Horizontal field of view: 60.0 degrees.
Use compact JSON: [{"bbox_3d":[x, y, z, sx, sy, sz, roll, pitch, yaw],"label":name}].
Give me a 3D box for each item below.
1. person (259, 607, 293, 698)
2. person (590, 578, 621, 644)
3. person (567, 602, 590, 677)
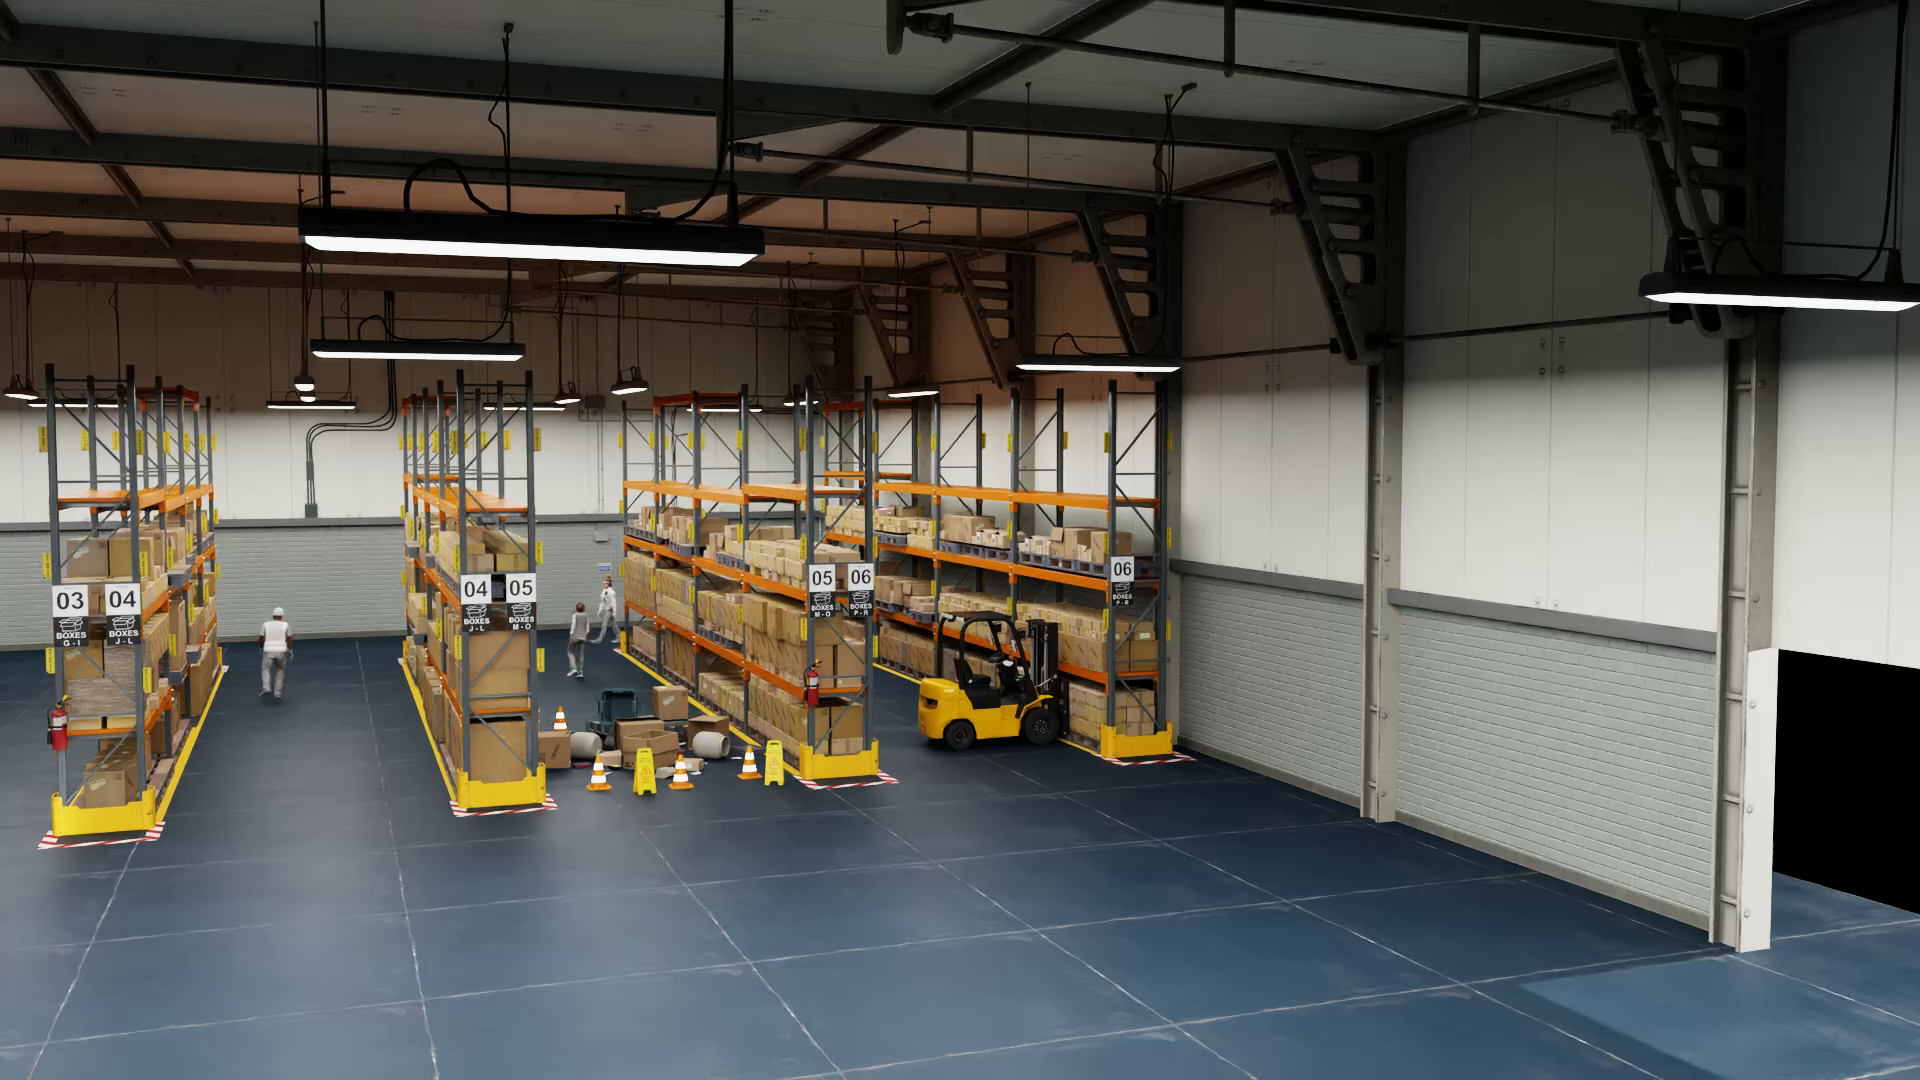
[{"bbox_3d":[-13.422,2.220,32.603,0.629,1.760,0.722,-1,4,-20],"label":"person"},{"bbox_3d":[-8.787,1.760,41.275,0.885,1.637,0.504,-2,4,-36],"label":"person"},{"bbox_3d":[-8.145,2.124,35.479,0.492,1.599,0.357,-2,4,-30],"label":"person"}]
